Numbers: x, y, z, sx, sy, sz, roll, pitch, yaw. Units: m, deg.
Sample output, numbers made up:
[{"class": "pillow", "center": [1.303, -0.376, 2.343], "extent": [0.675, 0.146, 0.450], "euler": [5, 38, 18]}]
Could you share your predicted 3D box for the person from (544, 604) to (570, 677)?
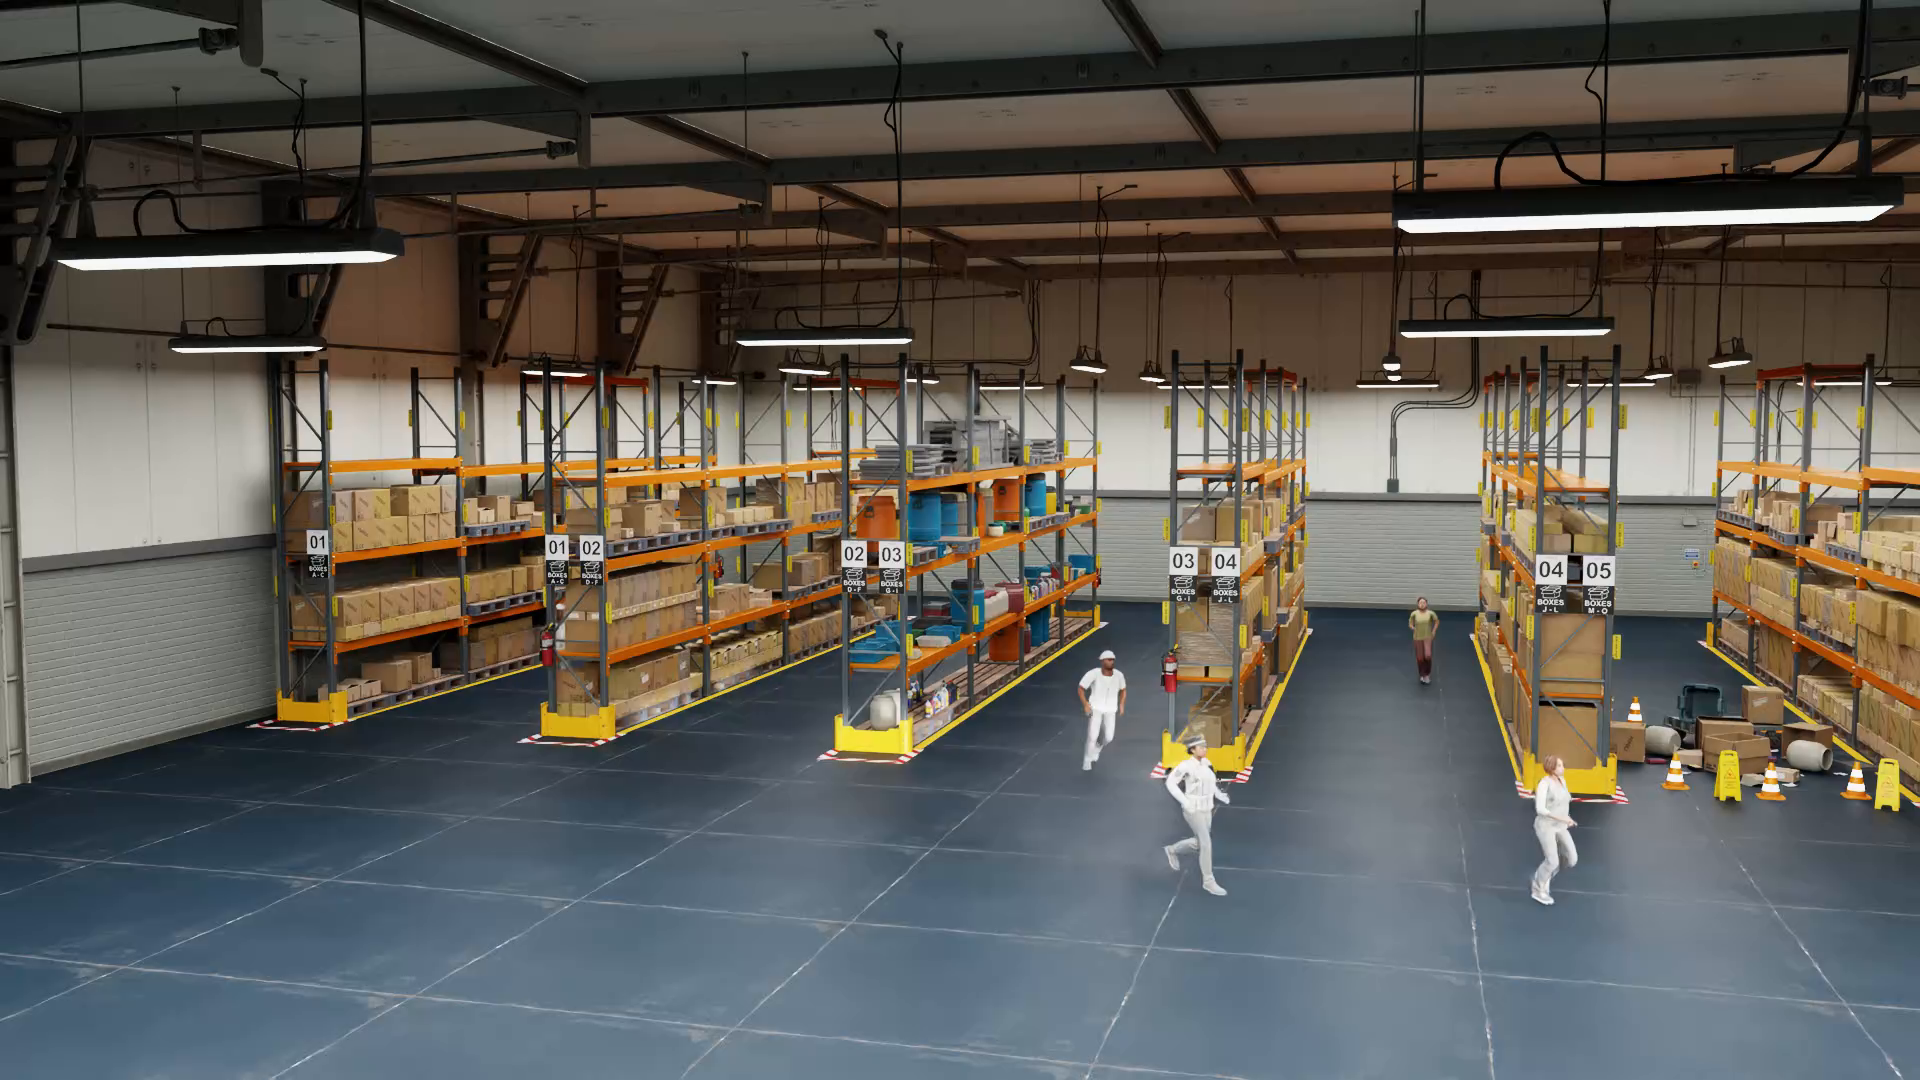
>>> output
[{"class": "person", "center": [-7.124, 2.006, 29.567], "extent": [0.694, 1.748, 0.804], "euler": [1, 4, 9]}]

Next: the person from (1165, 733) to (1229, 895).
[{"class": "person", "center": [2.504, 2.896, 17.792], "extent": [0.843, 1.696, 0.618], "euler": [4, 6, 44]}]

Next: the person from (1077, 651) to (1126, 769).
[{"class": "person", "center": [2.063, 2.438, 23.921], "extent": [0.757, 1.702, 0.531], "euler": [-1, 4, -10]}]

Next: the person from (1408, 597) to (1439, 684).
[{"class": "person", "center": [8.794, 1.909, 31.578], "extent": [0.554, 1.642, 0.630], "euler": [1, 4, 20]}]

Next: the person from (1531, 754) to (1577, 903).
[{"class": "person", "center": [6.151, 2.984, 17.143], "extent": [0.566, 1.559, 0.545], "euler": [-3, 5, -37]}]
